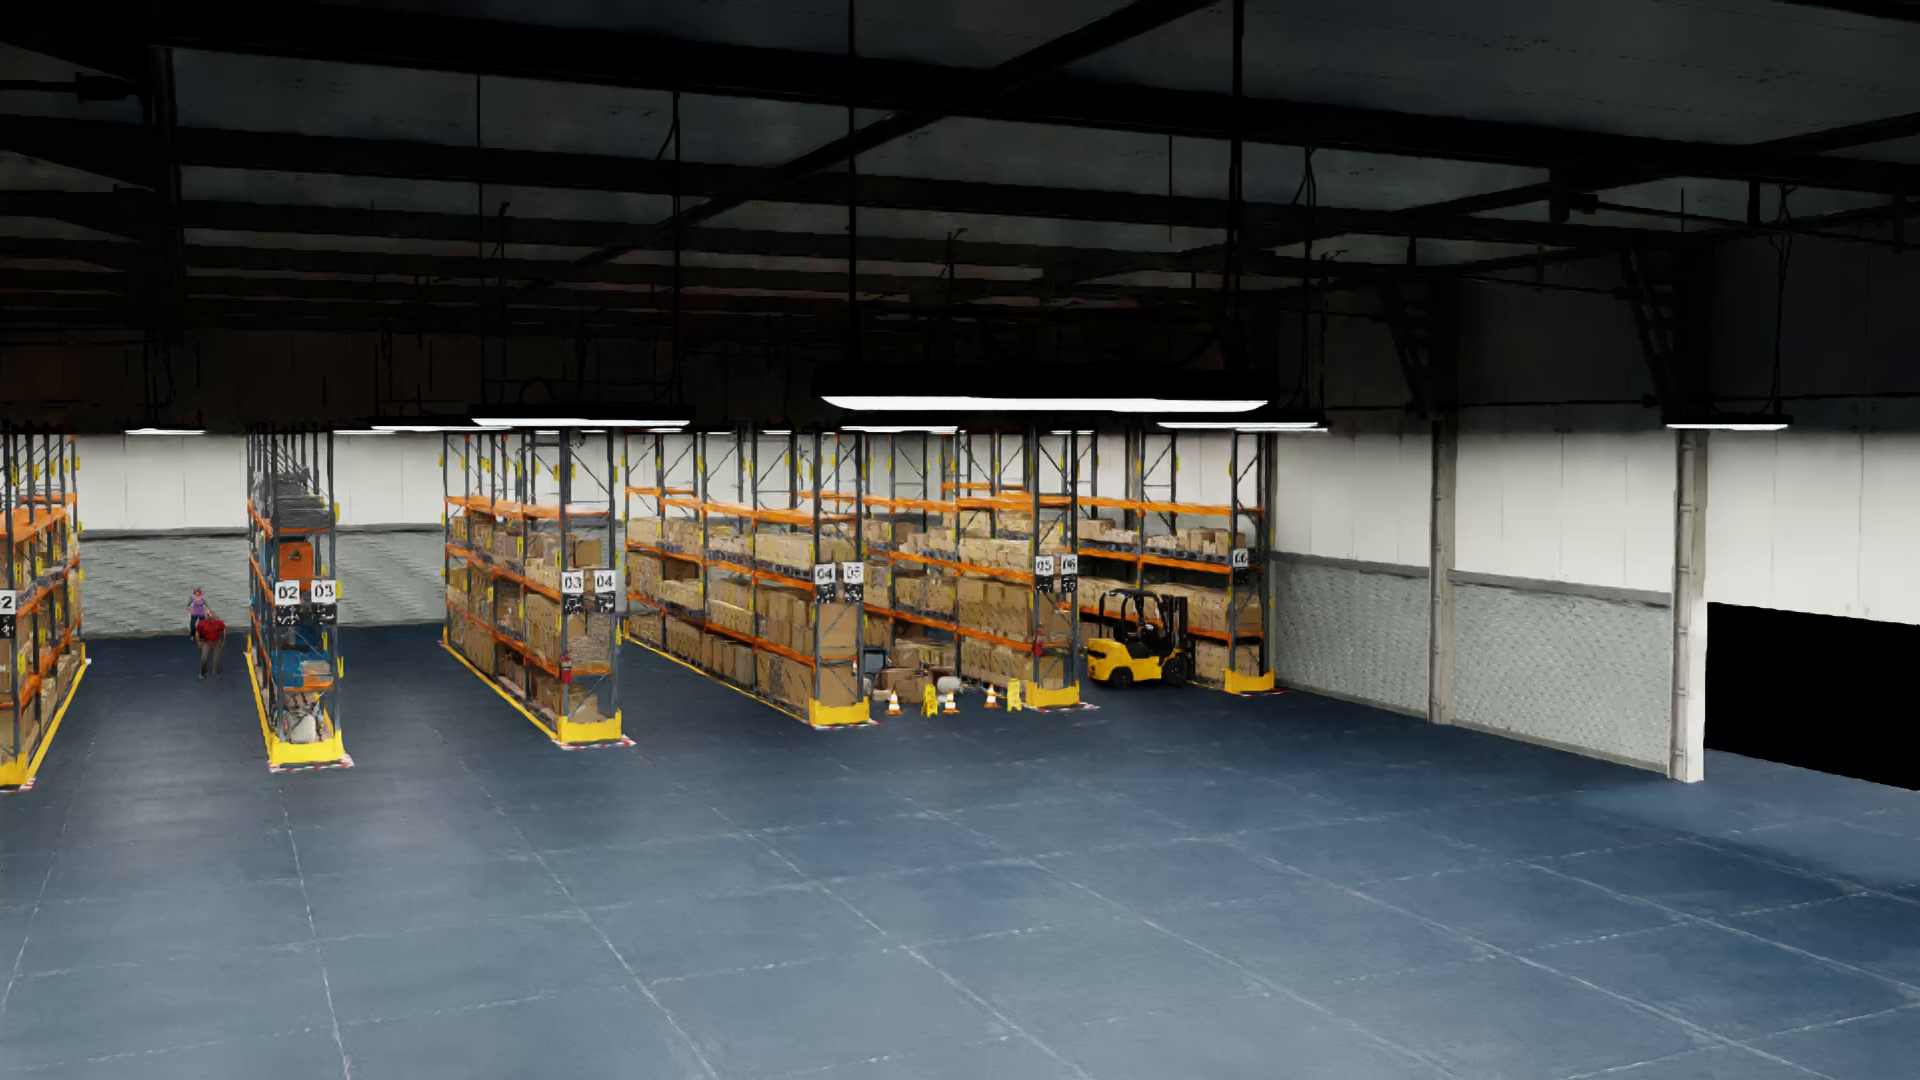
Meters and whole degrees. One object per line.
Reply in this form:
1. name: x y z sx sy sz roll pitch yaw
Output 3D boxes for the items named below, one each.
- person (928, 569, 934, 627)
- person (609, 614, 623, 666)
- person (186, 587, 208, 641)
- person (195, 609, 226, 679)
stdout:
1. person: -1.052 1.721 49.896 0.576 1.773 0.701 -1 4 -22
2. person: -8.495 2.311 40.454 0.609 1.763 0.457 3 5 38
3. person: -21.233 2.066 46.305 0.566 1.541 0.512 -2 4 -27
4. person: -17.594 2.450 39.053 0.682 1.676 0.529 -2 4 -26
